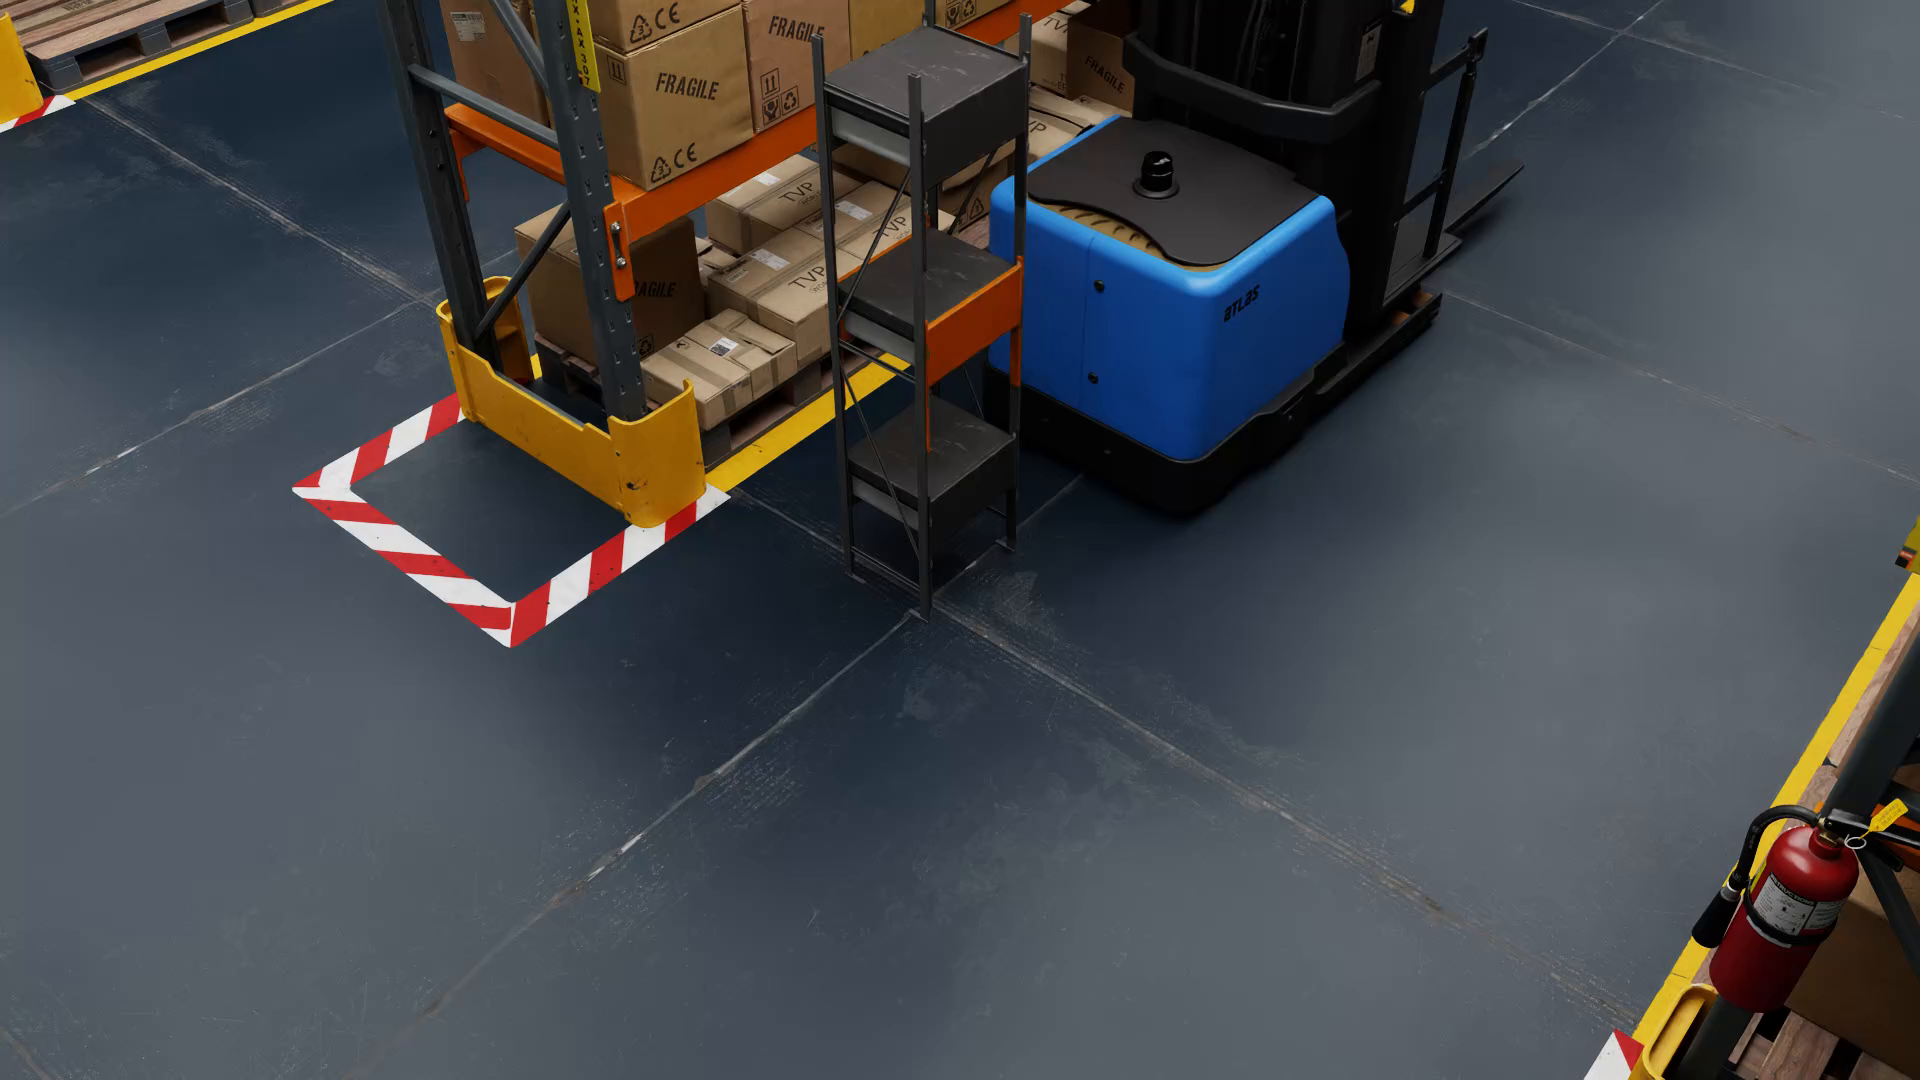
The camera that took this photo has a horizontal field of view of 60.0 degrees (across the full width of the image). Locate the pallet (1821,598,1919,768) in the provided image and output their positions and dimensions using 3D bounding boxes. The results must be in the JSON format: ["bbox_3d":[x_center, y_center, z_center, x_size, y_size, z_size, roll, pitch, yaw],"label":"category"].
[{"bbox_3d":[3.469,0.666,5.361,1.003,0.211,1.213,29,50,28],"label":"pallet"}]

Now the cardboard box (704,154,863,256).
[{"bbox_3d":[-0.769,-1.446,7.328,0.500,0.250,0.500,29,50,28],"label":"cardboard box"}]

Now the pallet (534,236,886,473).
[{"bbox_3d":[-1.004,-0.856,7.035,1.003,0.211,1.213,29,50,28],"label":"pallet"}]

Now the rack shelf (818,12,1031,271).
[{"bbox_3d":[-0.107,-1.199,4.988,0.431,0.518,0.480,29,50,28],"label":"rack shelf"}]

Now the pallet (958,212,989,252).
[{"bbox_3d":[-0.218,-1.482,7.723,1.003,0.211,1.213,29,50,28],"label":"pallet"}]

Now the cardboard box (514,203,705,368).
[{"bbox_3d":[-1.404,-1.062,6.720,0.500,0.500,0.500,29,50,28],"label":"cardboard box"}]

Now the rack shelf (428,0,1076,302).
[{"bbox_3d":[-0.278,-2.202,6.976,1.077,0.370,4.000,29,50,28],"label":"rack shelf"}]

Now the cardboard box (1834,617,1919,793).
[{"bbox_3d":[2.549,0.327,3.438,0.980,0.700,0.700,32,51,30],"label":"cardboard box"}]

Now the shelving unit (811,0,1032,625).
[{"bbox_3d":[-0.107,-0.692,5.450,0.431,2.100,0.503,29,50,28],"label":"shelving unit"}]

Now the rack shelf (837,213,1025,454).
[{"bbox_3d":[-0.107,-0.682,5.459,0.431,0.518,0.480,29,50,28],"label":"rack shelf"}]

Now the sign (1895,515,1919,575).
[{"bbox_3d":[1.823,-0.053,3.042,0.100,0.325,0.005,29,50,28],"label":"sign"}]

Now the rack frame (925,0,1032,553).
[{"bbox_3d":[0.050,-0.817,5.588,0.400,2.100,0.015,29,50,28],"label":"rack frame"}]

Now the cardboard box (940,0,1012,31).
[{"bbox_3d":[-0.101,-2.371,6.554,0.500,0.500,0.500,30,50,29],"label":"cardboard box"}]

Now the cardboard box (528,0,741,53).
[{"bbox_3d":[-1.078,-1.959,5.357,0.500,0.500,0.500,31,51,30],"label":"cardboard box"}]

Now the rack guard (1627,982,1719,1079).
[{"bbox_3d":[2.213,1.642,4.072,1.175,0.500,0.348,29,50,28],"label":"rack guard"}]

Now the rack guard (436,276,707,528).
[{"bbox_3d":[-1.516,-0.552,6.486,1.175,0.500,0.348,29,50,28],"label":"rack guard"}]

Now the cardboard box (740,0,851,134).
[{"bbox_3d":[-0.750,-1.857,5.989,0.500,0.500,0.500,29,50,28],"label":"cardboard box"}]

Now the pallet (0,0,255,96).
[{"bbox_3d":[-4.793,-2.961,9.349,1.003,0.211,1.213,29,50,28],"label":"pallet"}]

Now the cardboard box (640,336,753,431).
[{"bbox_3d":[-1.032,-0.613,6.486,0.380,0.149,0.250,29,50,28],"label":"cardboard box"}]

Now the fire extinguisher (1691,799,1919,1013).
[{"bbox_3d":[1.779,0.749,3.531,0.296,0.674,0.183,29,50,28],"label":"fire extinguisher"}]

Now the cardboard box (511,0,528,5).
[{"bbox_3d":[-1.489,-2.193,5.615,0.500,0.500,0.500,29,50,28],"label":"cardboard box"}]

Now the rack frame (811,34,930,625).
[{"bbox_3d":[-0.264,-0.566,5.312,0.400,2.100,0.015,29,50,28],"label":"rack frame"}]

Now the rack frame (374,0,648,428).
[{"bbox_3d":[-1.565,-1.438,5.602,1.000,3.000,0.127,29,50,28],"label":"rack frame"}]

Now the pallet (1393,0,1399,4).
[{"bbox_3d":[2.289,-3.532,9.978,1.003,0.211,1.213,29,50,28],"label":"pallet"}]

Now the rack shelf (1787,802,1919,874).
[{"bbox_3d":[3.516,-0.059,4.620,1.077,0.370,4.000,29,50,28],"label":"rack shelf"}]

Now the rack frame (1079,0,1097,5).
[{"bbox_3d":[1.009,-3.498,7.867,1.000,3.000,0.127,29,50,28],"label":"rack frame"}]

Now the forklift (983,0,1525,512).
[{"bbox_3d":[1.441,-2.106,6.387,1.130,2.935,3.031,30,50,29],"label":"forklift"}]

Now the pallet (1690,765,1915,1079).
[{"bbox_3d":[2.684,1.291,4.673,1.003,0.211,1.213,29,50,28],"label":"pallet"}]

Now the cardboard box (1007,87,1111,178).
[{"bbox_3d":[0.377,-1.863,7.741,0.500,0.311,0.500,29,50,28],"label":"cardboard box"}]

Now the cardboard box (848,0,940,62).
[{"bbox_3d":[-0.424,-2.114,6.271,0.500,0.500,0.500,29,50,28],"label":"cardboard box"}]

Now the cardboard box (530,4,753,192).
[{"bbox_3d":[-1.078,-1.589,5.694,0.500,0.500,0.500,31,50,29],"label":"cardboard box"}]

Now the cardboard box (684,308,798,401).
[{"bbox_3d":[-0.872,-0.748,6.622,0.380,0.166,0.250,29,50,28],"label":"cardboard box"}]

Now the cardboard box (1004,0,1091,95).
[{"bbox_3d":[0.574,-2.543,8.489,0.500,0.311,0.500,29,50,28],"label":"cardboard box"}]

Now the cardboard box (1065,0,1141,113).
[{"bbox_3d":[0.860,-2.319,8.102,0.500,0.500,0.500,29,50,28],"label":"cardboard box"}]

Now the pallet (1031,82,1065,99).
[{"bbox_3d":[0.567,-2.113,8.417,1.003,0.211,1.213,29,50,28],"label":"pallet"}]

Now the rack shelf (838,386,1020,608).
[{"bbox_3d":[-0.107,-0.164,5.930,0.431,0.518,0.480,29,50,28],"label":"rack shelf"}]

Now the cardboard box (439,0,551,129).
[{"bbox_3d":[-1.485,-1.823,5.951,0.500,0.500,0.500,31,51,30],"label":"cardboard box"}]

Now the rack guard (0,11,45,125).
[{"bbox_3d":[-5.359,-2.642,8.784,1.175,0.500,0.348,29,50,28],"label":"rack guard"}]

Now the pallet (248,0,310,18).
[{"bbox_3d":[-4.008,-3.586,10.037,1.003,0.211,1.213,29,50,28],"label":"pallet"}]

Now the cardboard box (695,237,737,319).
[{"bbox_3d":[-1.074,-1.109,7.019,0.380,0.166,0.250,29,50,28],"label":"cardboard box"}]

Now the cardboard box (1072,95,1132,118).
[{"bbox_3d":[0.664,-1.970,7.979,0.380,0.149,0.250,29,50,28],"label":"cardboard box"}]

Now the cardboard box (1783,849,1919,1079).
[{"bbox_3d":[2.603,1.071,4.389,0.700,0.500,0.500,29,50,28],"label":"cardboard box"}]

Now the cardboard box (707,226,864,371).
[{"bbox_3d":[-0.676,-0.998,6.835,0.500,0.250,0.500,29,50,28],"label":"cardboard box"}]

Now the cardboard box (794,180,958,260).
[{"bbox_3d":[-0.354,-1.255,7.118,0.500,0.250,0.500,29,50,28],"label":"cardboard box"}]

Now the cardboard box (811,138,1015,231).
[{"bbox_3d":[-0.196,-1.767,7.492,0.797,0.503,0.637,29,50,28],"label":"cardboard box"}]

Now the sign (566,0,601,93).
[{"bbox_3d":[-1.150,-1.523,5.052,0.100,0.325,0.005,29,50,28],"label":"sign"}]
